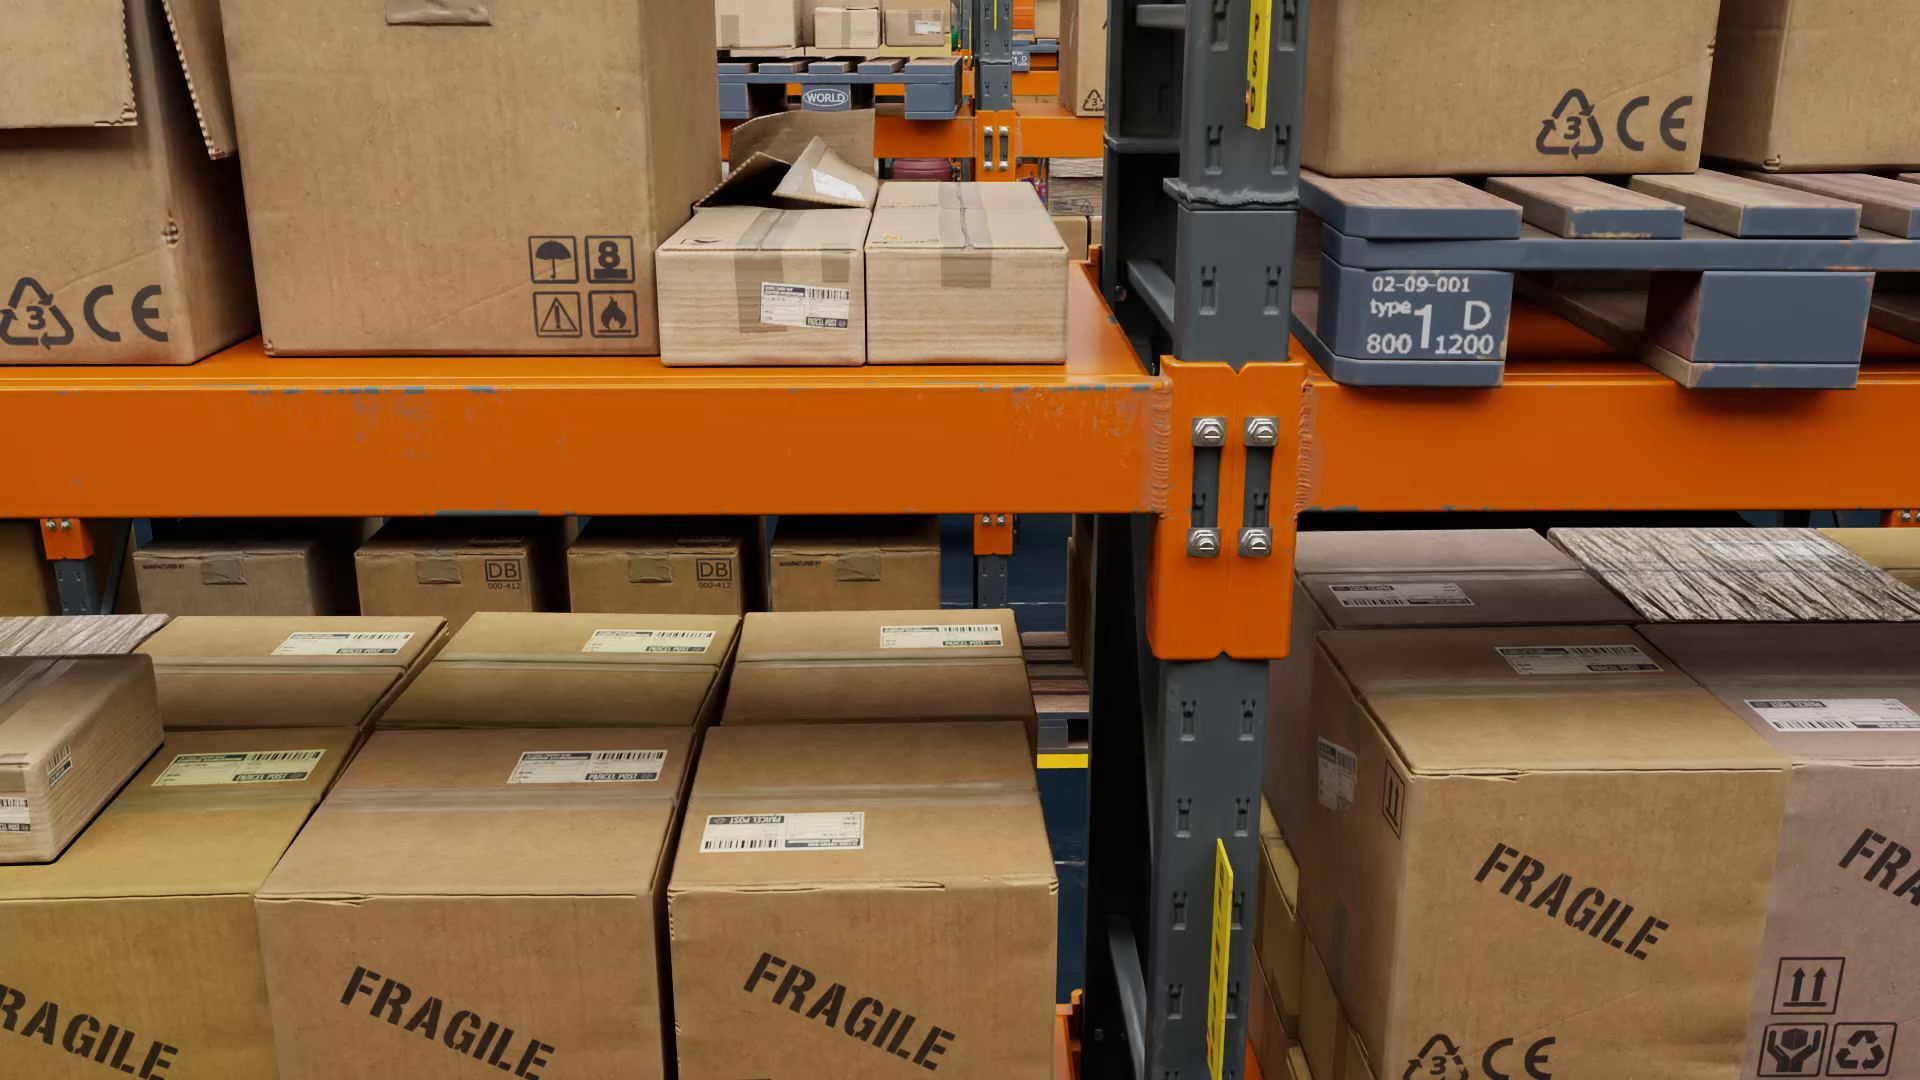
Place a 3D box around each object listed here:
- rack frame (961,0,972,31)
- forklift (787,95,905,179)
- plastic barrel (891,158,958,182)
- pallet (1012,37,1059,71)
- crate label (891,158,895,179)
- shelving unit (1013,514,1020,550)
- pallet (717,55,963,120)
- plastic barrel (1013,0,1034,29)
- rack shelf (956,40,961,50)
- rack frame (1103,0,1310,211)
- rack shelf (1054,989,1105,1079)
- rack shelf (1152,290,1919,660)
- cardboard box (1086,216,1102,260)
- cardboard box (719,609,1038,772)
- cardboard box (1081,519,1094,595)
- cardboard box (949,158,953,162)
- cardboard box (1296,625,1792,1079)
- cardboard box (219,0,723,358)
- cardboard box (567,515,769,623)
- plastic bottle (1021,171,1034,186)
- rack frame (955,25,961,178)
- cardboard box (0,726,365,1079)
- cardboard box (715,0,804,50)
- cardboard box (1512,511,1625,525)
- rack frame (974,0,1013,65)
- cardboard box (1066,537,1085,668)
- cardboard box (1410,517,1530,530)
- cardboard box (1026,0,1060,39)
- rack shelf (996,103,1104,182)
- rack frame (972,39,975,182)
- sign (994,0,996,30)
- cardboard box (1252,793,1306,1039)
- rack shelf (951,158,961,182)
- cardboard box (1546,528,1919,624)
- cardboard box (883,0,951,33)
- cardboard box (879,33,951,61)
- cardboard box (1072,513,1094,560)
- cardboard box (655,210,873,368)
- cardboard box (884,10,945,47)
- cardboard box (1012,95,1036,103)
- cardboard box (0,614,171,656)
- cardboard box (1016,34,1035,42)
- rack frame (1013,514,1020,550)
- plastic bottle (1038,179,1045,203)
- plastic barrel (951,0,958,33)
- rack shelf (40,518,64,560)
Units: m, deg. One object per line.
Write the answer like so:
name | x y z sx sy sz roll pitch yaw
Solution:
rack frame | 0.081 -6.496 16.064 0.127 3.000 1.000 0 18 -1
forklift | -0.977 -3.052 15.262 1.130 2.935 3.031 10 20 28
plastic barrel | -0.378 -3.609 16.664 0.708 0.536 0.600 0 18 -1
pallet | 0.803 -3.484 11.896 1.003 0.211 1.213 1 18 2
crate label | -0.916 -3.734 17.218 0.616 0.435 0.502 0 18 -1
shelving unit | -0.007 -0.714 10.318 0.755 1.500 0.431 0 18 -1
pallet | -0.506 -1.930 7.052 1.003 0.211 1.213 1 18 2
plastic barrel | 0.649 -5.474 16.398 0.708 0.830 0.600 0 18 -1
rack shelf | -1.993 -6.228 21.318 4.000 0.370 1.077 0 18 -1
rack frame | 0.316 -1.956 1.913 0.127 3.000 1.000 0 18 -1
rack shelf | -1.684 1.253 2.910 4.000 0.370 1.077 0 18 -1
rack shelf | 2.316 -0.195 2.511 4.000 0.370 1.077 0 18 -1
cardboard box | 1.166 -2.096 12.008 0.500 0.500 0.500 -1 18 -2
cardboard box | -0.138 0.443 2.918 0.500 0.500 0.500 -1 18 -2
cardboard box | 0.830 0.093 7.524 0.500 0.250 0.500 -1 18 -3
cardboard box | -0.357 -5.121 21.746 0.500 0.311 0.500 1 18 3
cardboard box | 0.813 0.449 2.436 0.500 0.500 0.500 -1 18 -3
cardboard box | -0.632 -0.574 2.352 0.500 0.500 0.700 0 18 -1
cardboard box | -1.348 0.241 7.881 0.750 0.750 1.050 0 18 0
plastic bottle | 0.710 -3.717 17.414 0.133 0.283 0.061 0 18 -1
rack frame | 0.007 -5.152 21.697 0.127 3.000 1.000 0 18 -1
cardboard box | -1.156 0.607 2.406 0.500 0.500 0.500 -1 18 -5
cardboard box | -0.904 -2.148 6.716 0.500 0.311 0.500 0 18 -1
cardboard box | 2.861 -0.071 8.034 0.500 0.250 0.500 0 18 1
rack frame | 0.137 -3.467 6.625 0.127 3.000 1.000 0 18 -1
cardboard box | 0.791 0.296 8.118 0.500 0.500 0.500 0 18 -1
cardboard box | 2.353 0.089 7.536 0.500 0.250 0.500 -1 18 -3
cardboard box | 0.768 -3.829 11.805 0.637 0.503 0.797 1 18 2
rack shelf | 2.137 -1.706 7.223 4.000 0.370 1.077 0 18 -1
rack frame | 0.160 -2.126 12.265 0.127 3.000 1.000 0 18 -1
sign | 0.137 -2.153 6.463 0.005 0.325 0.100 0 18 -1
cardboard box | 0.796 0.654 3.025 0.500 0.250 0.500 0 18 -1
rack shelf | -1.993 -4.800 21.776 4.000 0.370 1.077 0 18 -1
cardboard box | 1.342 0.289 2.934 0.500 0.500 0.500 0 18 0
cardboard box | -0.314 -3.761 11.470 0.500 0.500 0.500 0 18 1
cardboard box | -0.312 -3.406 11.589 0.500 0.250 0.500 0 18 -1
cardboard box | 0.817 -0.061 8.004 0.500 0.250 0.500 -1 18 -2
cardboard box | -0.244 -0.339 2.194 0.250 0.149 0.380 0 18 -1
cardboard box | -0.200 -2.214 7.189 0.250 0.149 0.380 -1 18 -3
cardboard box | 0.939 -6.787 26.112 0.500 0.500 0.500 0 18 1
cardboard box | -1.690 0.452 2.889 0.500 0.500 0.500 -1 18 -3
cardboard box | 0.953 -6.643 21.269 0.500 0.500 0.910 0 18 -1
rack frame | 0.359 -0.716 10.324 0.023 1.500 0.400 0 18 -1
plastic bottle | 0.849 -3.474 16.659 0.133 0.283 0.061 0 18 -1
plastic barrel | -0.234 -5.213 16.792 0.421 0.512 0.421 0 18 0
rack shelf | -5.862 -0.239 7.561 4.000 0.370 1.077 0 18 -1
